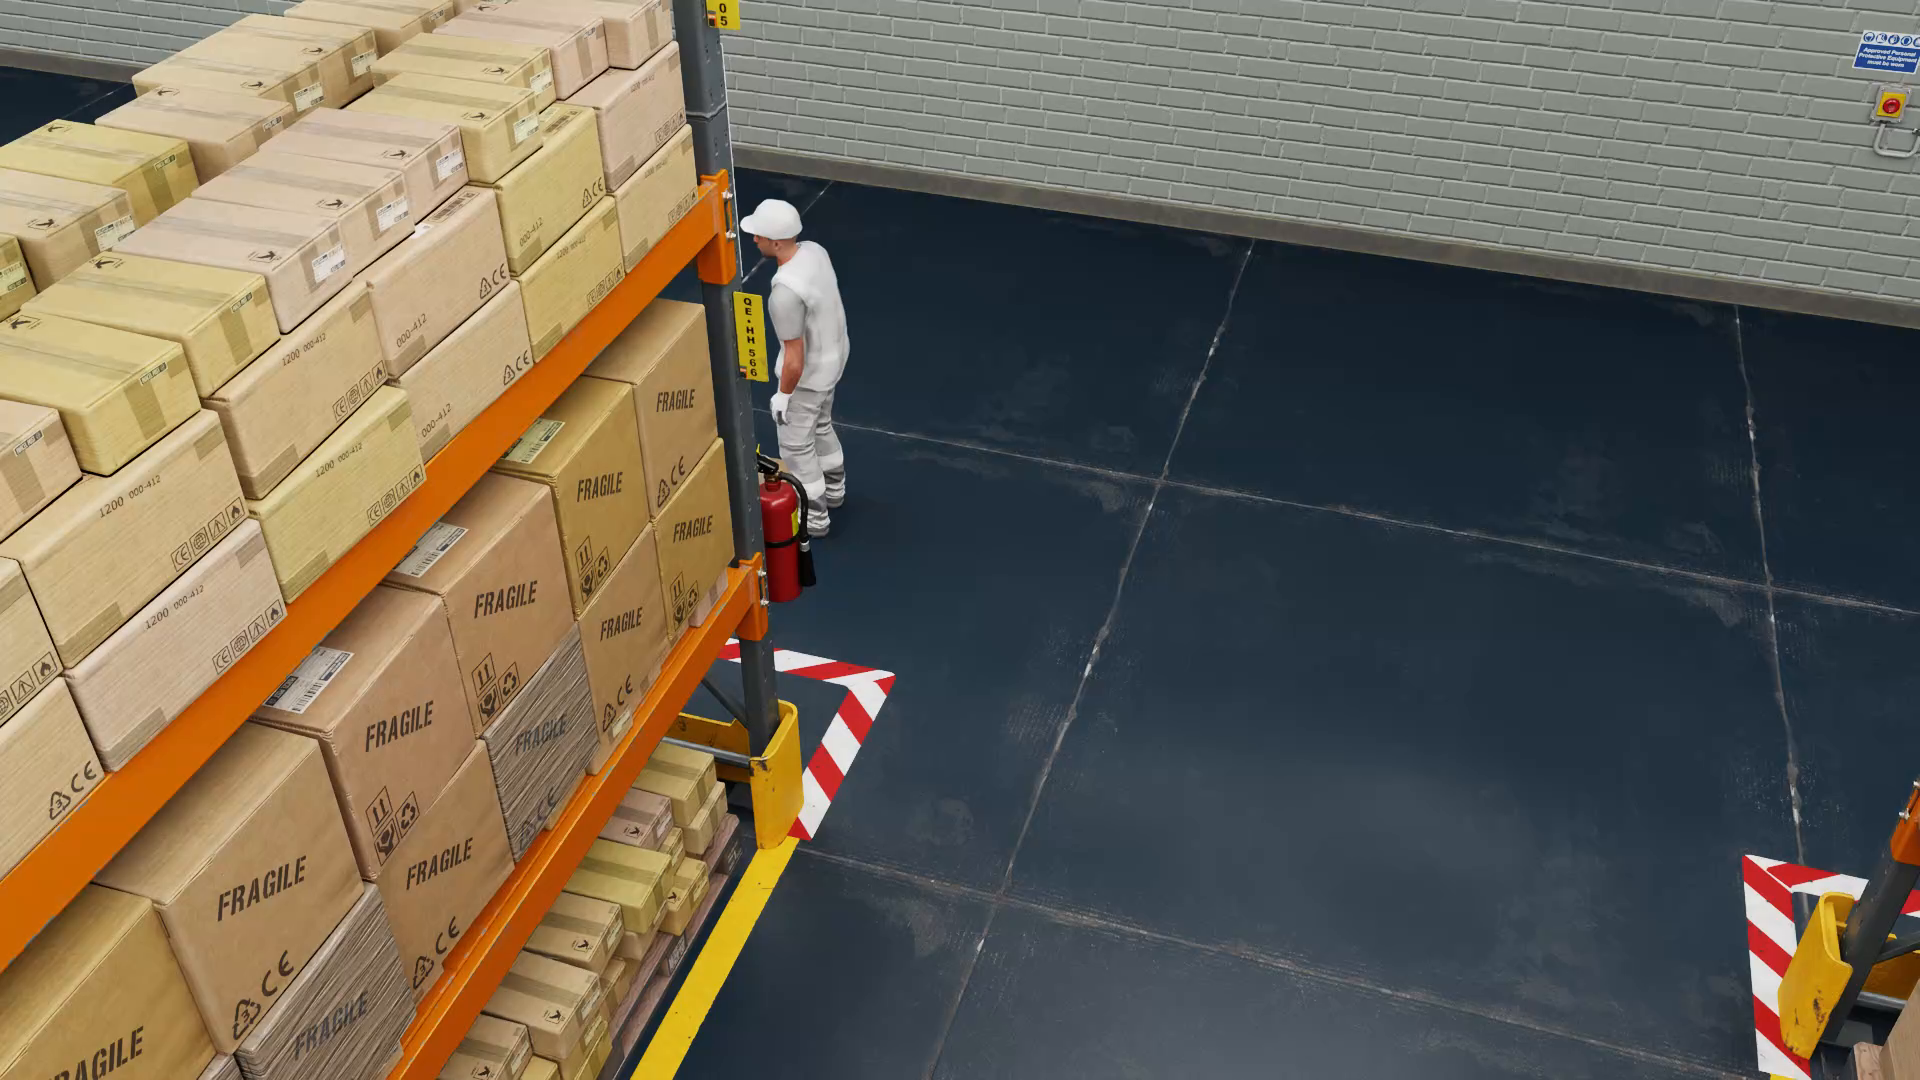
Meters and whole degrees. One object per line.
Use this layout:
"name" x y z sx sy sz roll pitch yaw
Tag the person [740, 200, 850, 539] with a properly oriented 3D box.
"person" -0.764 -0.809 7.966 0.453 1.778 0.617 8 38 11
